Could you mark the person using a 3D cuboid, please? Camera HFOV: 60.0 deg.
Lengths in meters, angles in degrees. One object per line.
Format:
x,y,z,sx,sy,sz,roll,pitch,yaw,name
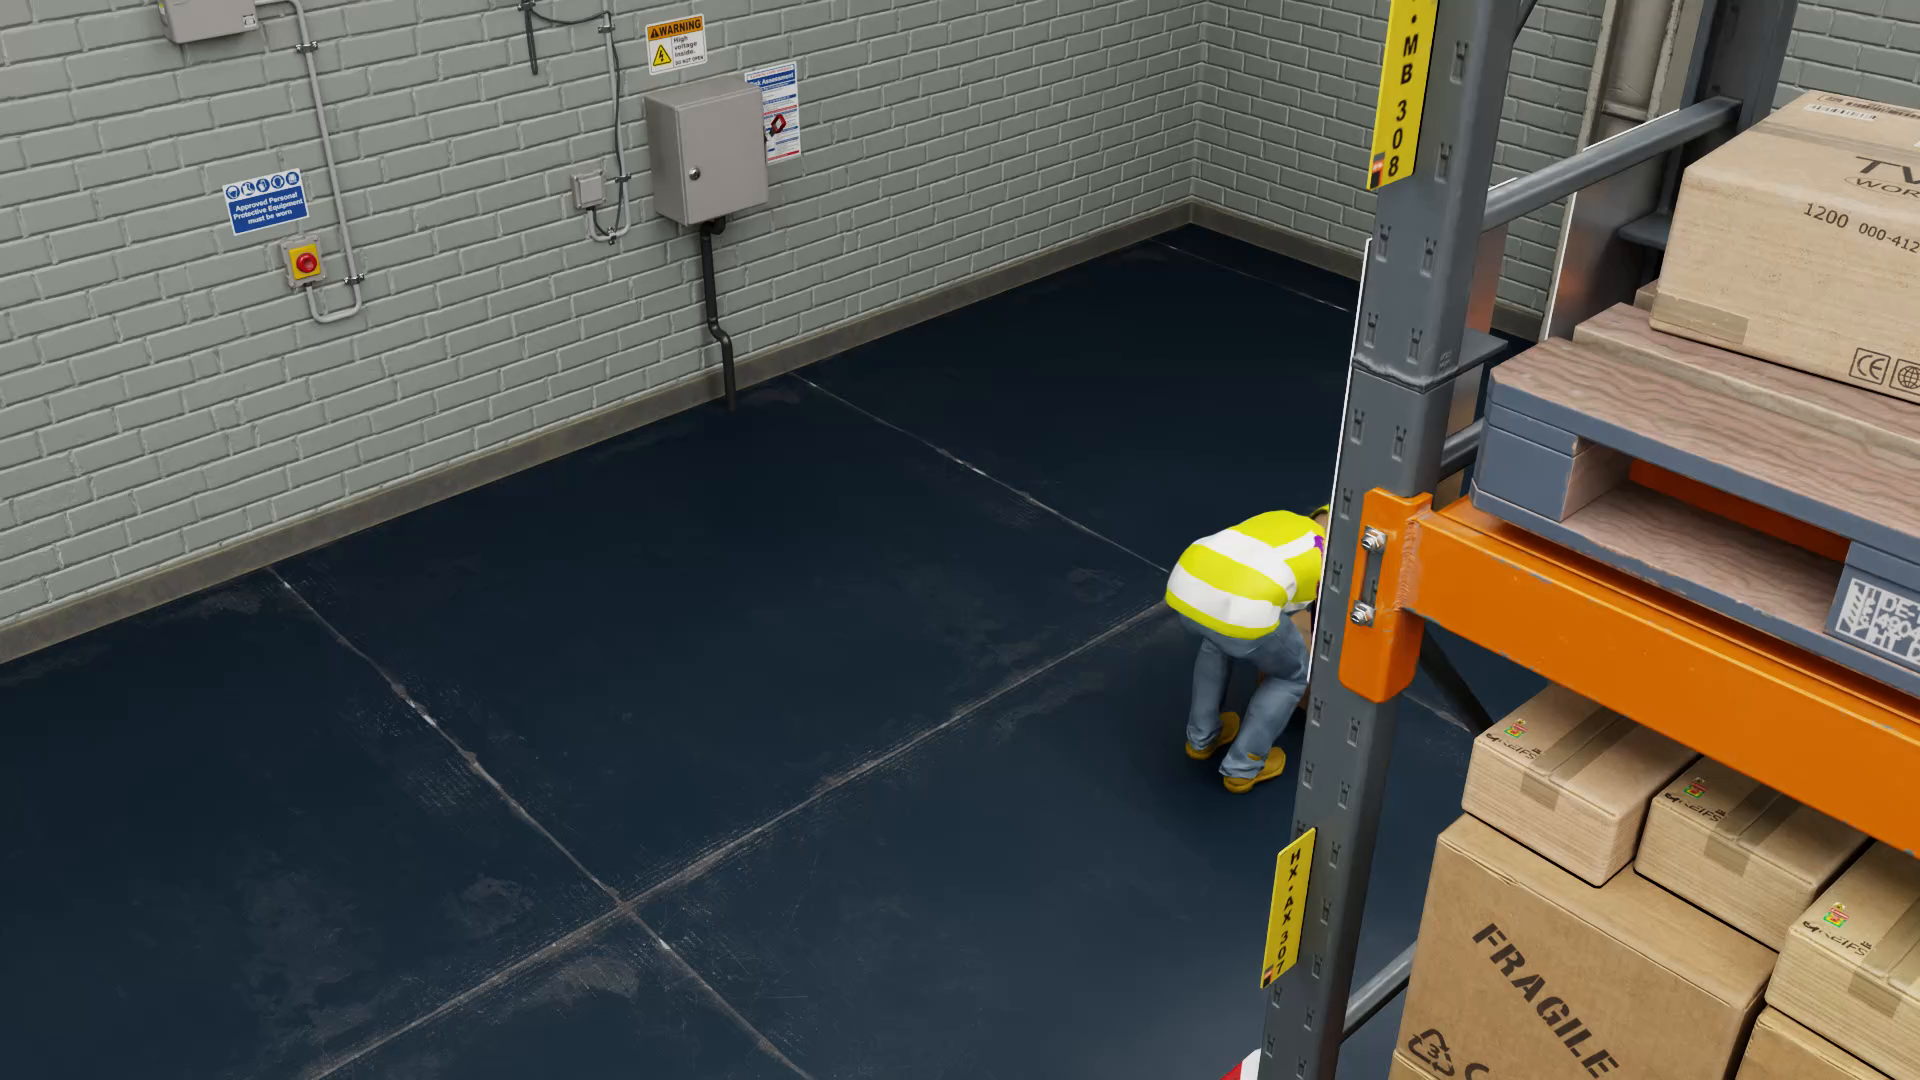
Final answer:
1.161,0.340,6.268,0.497,1.019,0.976,27,41,37,person
